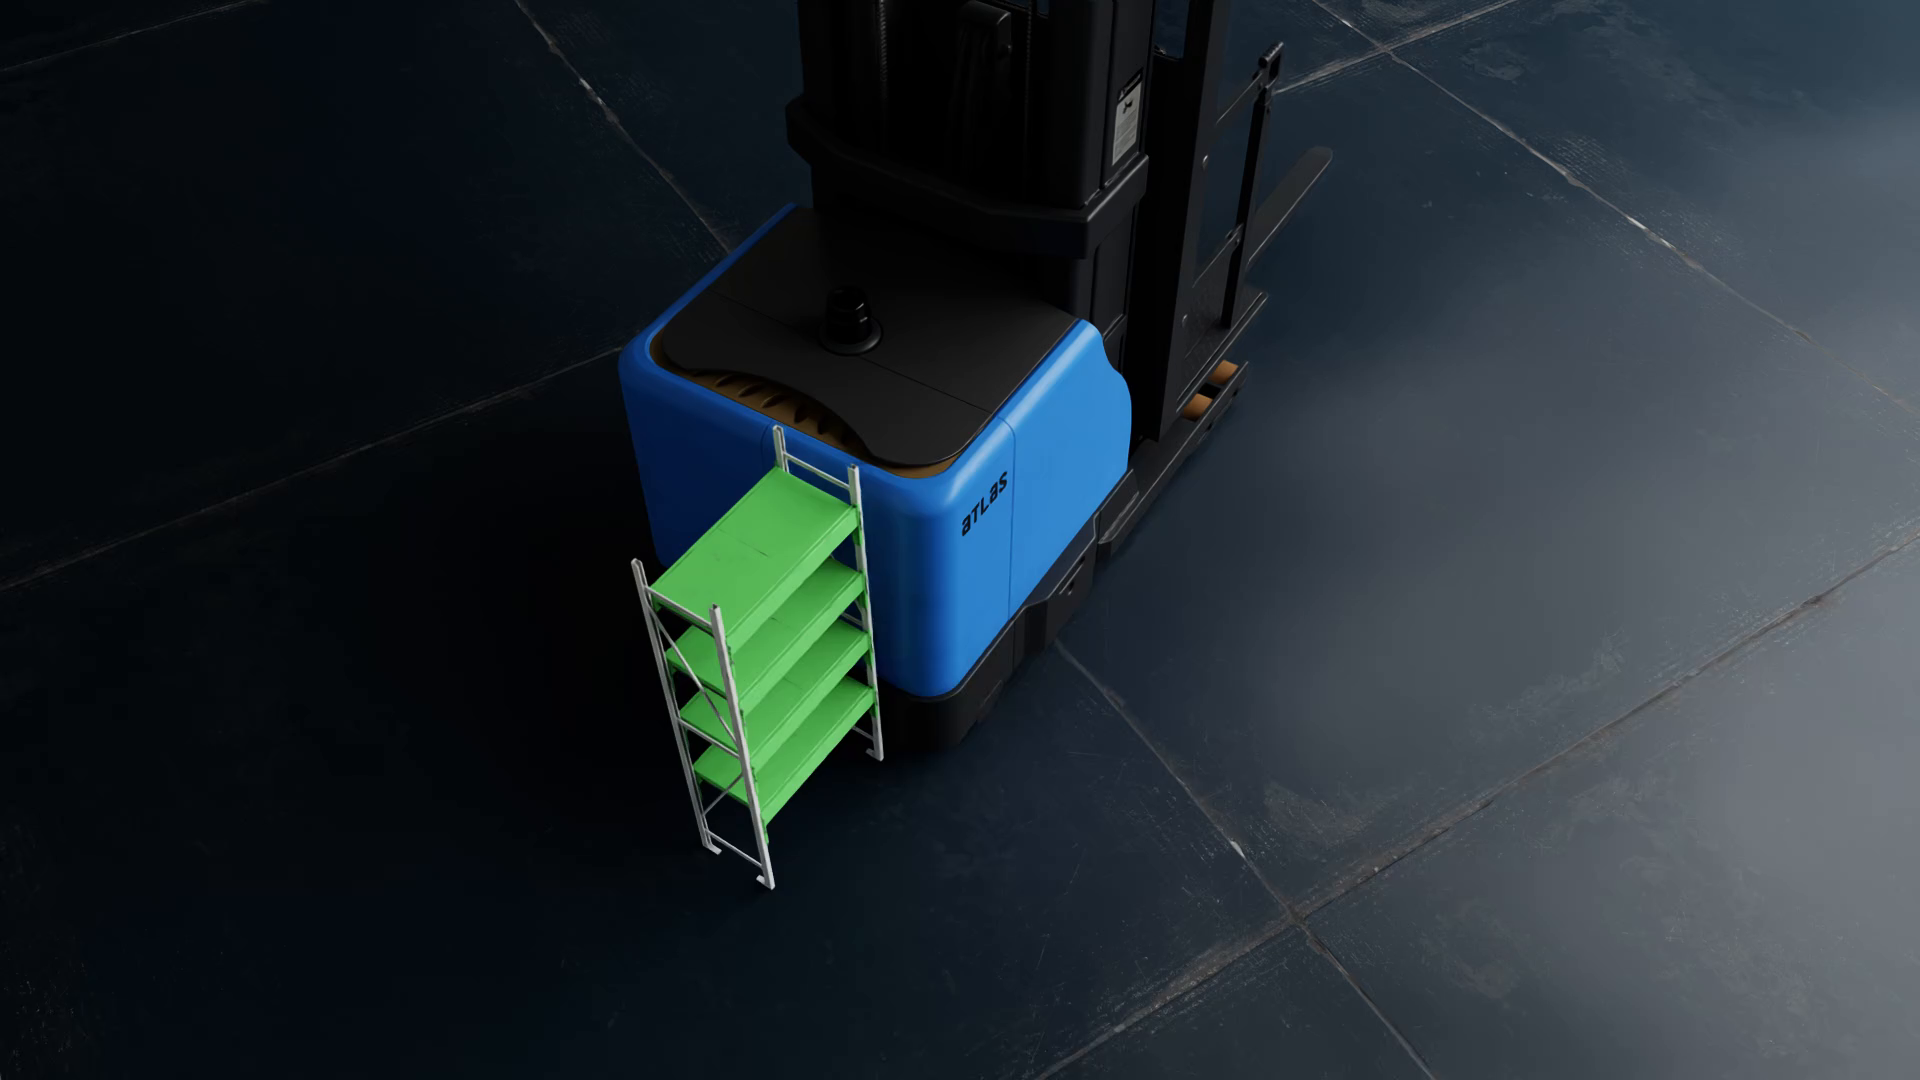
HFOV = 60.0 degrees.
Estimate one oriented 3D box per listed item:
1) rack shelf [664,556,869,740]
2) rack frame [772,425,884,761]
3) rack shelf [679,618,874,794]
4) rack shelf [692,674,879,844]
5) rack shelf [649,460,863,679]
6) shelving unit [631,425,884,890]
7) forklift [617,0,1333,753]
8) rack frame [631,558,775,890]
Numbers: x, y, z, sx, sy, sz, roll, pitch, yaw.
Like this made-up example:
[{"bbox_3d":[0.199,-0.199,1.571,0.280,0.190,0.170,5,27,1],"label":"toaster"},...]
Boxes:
[{"bbox_3d":[-0.467,0.217,4.010,0.258,0.148,0.480,27,55,22],"label":"rack shelf"},{"bbox_3d":[-0.325,0.178,4.273,0.240,1.200,0.015,27,55,22],"label":"rack frame"},{"bbox_3d":[-0.463,0.373,4.192,0.258,0.148,0.480,27,55,22],"label":"rack shelf"},{"bbox_3d":[-0.460,0.529,4.374,0.258,0.148,0.480,27,55,22],"label":"rack shelf"},{"bbox_3d":[-0.470,0.061,3.828,0.258,0.148,0.480,27,55,22],"label":"rack shelf"},{"bbox_3d":[-0.464,0.331,4.144,0.258,1.200,0.503,27,55,22],"label":"shelving unit"},{"bbox_3d":[0.314,-1.469,4.596,1.130,2.935,3.031,25,53,21],"label":"forklift"},{"bbox_3d":[-0.603,0.485,4.015,0.240,1.200,0.015,27,55,22],"label":"rack frame"}]
